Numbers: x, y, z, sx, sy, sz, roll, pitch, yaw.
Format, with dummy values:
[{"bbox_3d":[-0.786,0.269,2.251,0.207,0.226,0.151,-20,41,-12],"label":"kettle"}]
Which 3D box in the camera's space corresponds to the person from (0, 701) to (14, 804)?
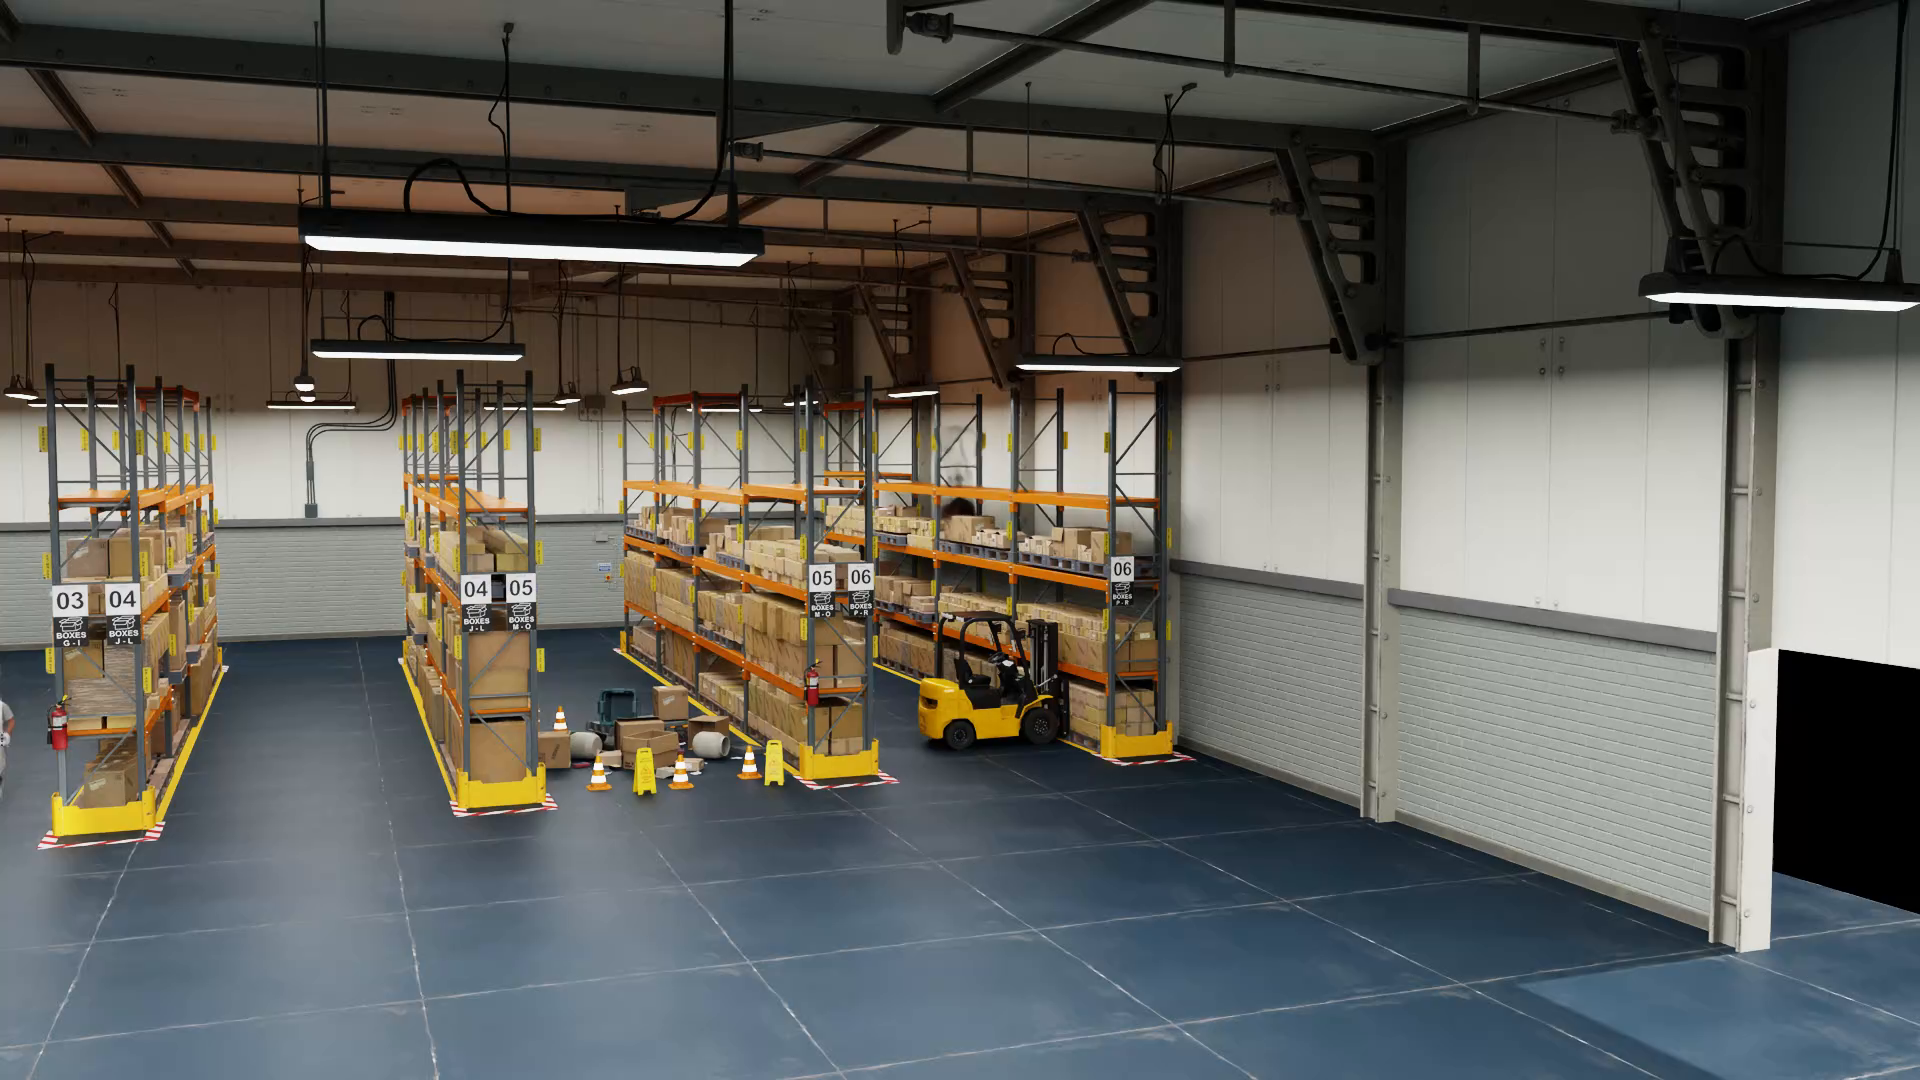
[{"bbox_3d":[-13.198,2.807,22.561,0.672,1.736,0.598,-2,4,-31],"label":"person"}]
